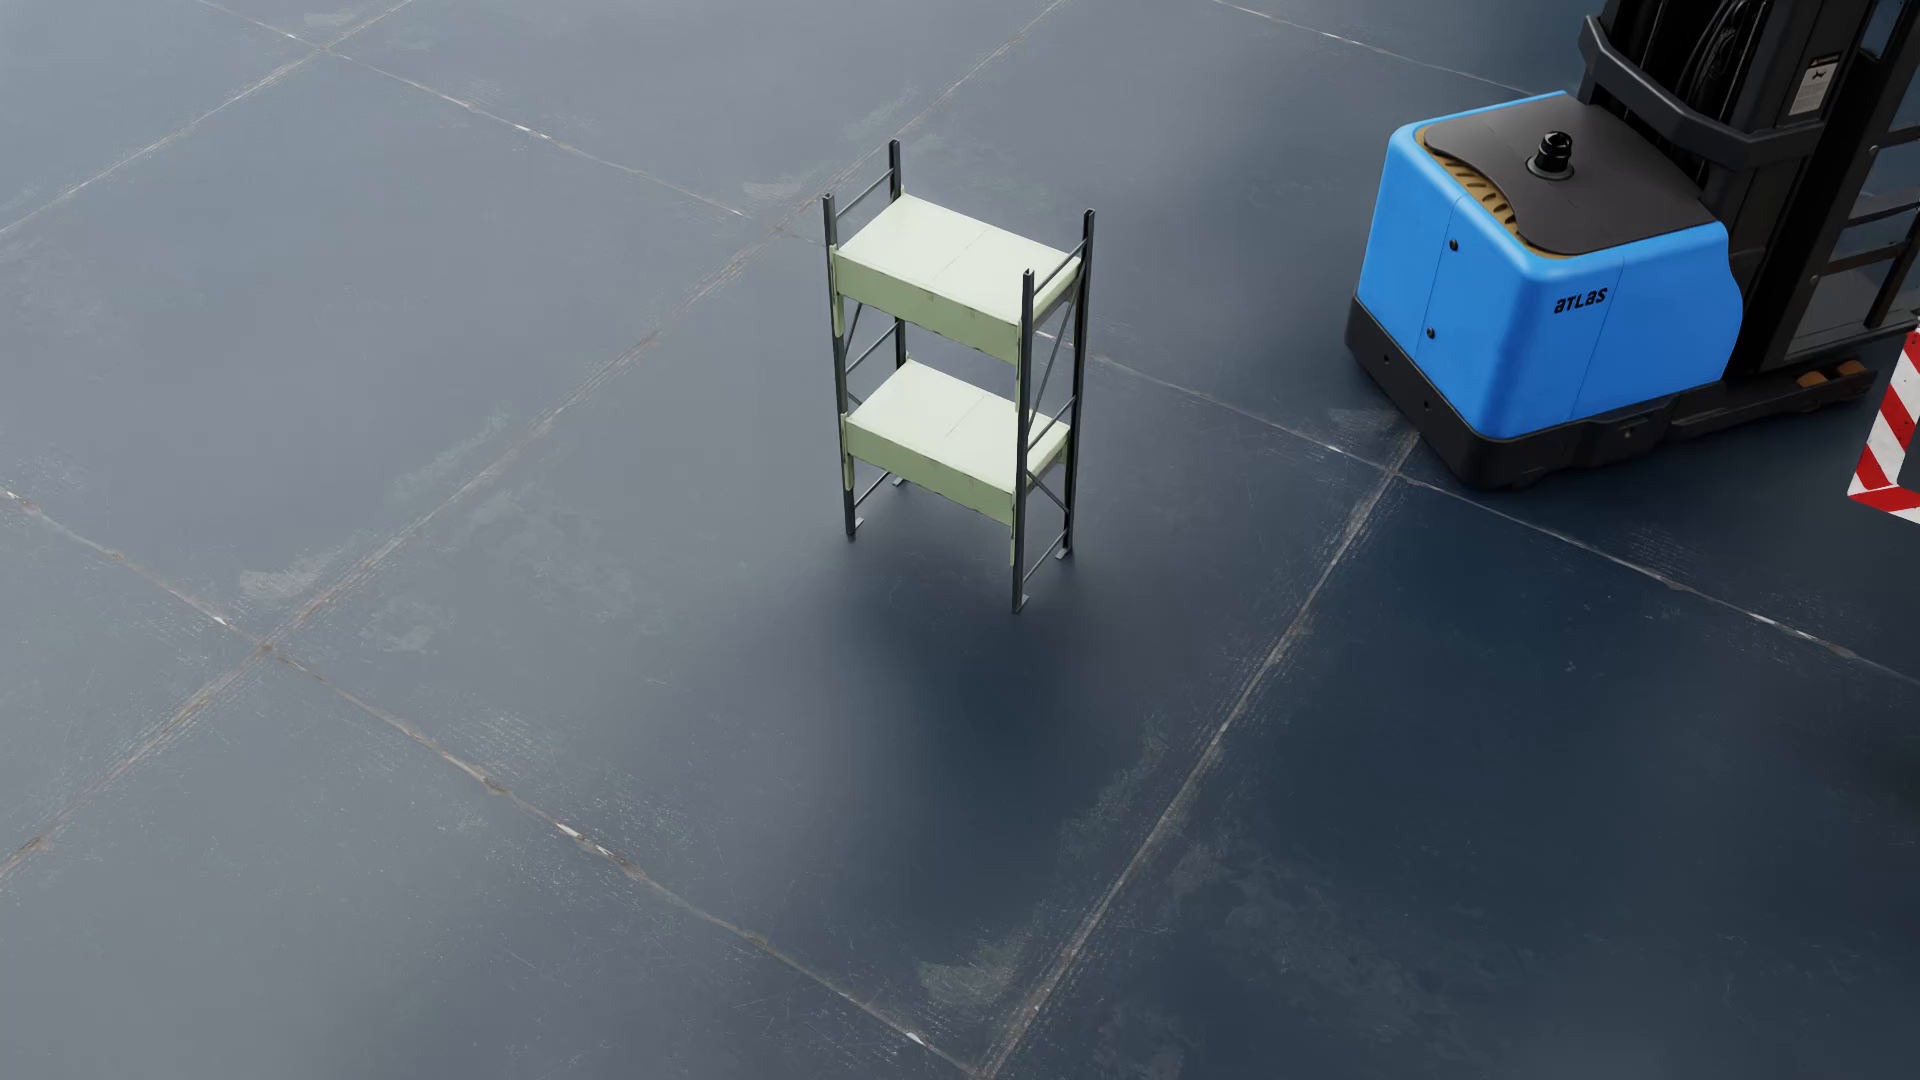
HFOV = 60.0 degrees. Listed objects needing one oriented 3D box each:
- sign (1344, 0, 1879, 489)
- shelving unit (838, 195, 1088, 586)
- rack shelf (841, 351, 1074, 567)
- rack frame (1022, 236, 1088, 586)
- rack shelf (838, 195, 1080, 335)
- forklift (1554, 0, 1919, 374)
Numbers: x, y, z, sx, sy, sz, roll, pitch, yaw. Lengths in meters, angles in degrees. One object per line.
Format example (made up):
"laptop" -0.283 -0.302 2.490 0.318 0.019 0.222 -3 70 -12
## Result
"sign" 2.637 -1.697 5.929 2.025 2.768 2.177 25 51 22
"shelving unit" -0.001 -0.523 5.713 0.731 1.308 0.431 25 51 22
"rack shelf" -0.006 -0.298 5.948 0.720 0.370 0.431 25 51 22
"rack frame" 0.302 -0.383 5.576 0.010 1.308 0.380 25 51 22
"rack shelf" -0.006 -0.865 5.365 0.686 0.124 0.368 25 51 22
"forklift" 3.181 -1.877 6.030 3.031 2.935 1.121 -15 48 -14
